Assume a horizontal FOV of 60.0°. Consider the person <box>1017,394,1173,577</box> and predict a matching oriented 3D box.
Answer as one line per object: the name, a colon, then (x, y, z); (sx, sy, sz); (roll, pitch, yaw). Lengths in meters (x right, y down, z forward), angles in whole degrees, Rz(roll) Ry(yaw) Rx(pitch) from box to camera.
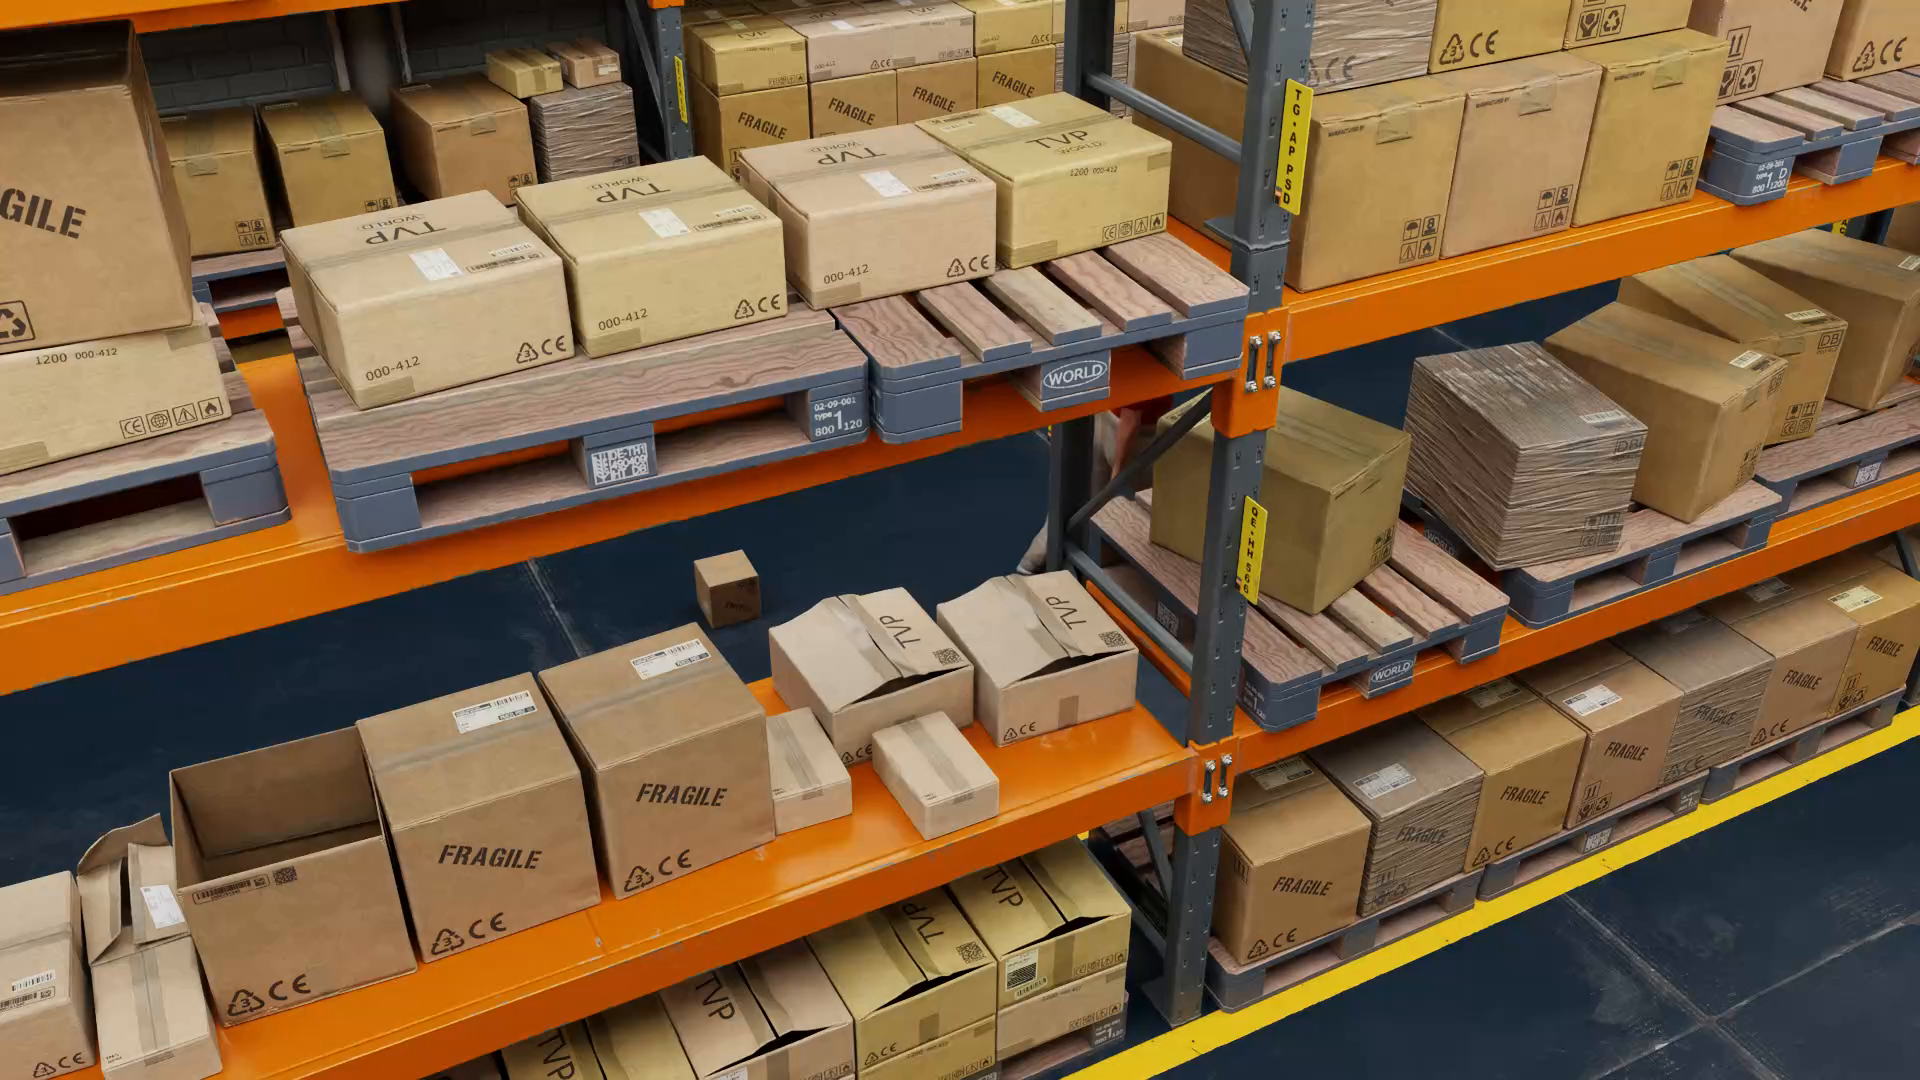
person: (0.789, -0.493, 7.908); (1.021, 1.673, 0.541); (-14, 35, -20)
